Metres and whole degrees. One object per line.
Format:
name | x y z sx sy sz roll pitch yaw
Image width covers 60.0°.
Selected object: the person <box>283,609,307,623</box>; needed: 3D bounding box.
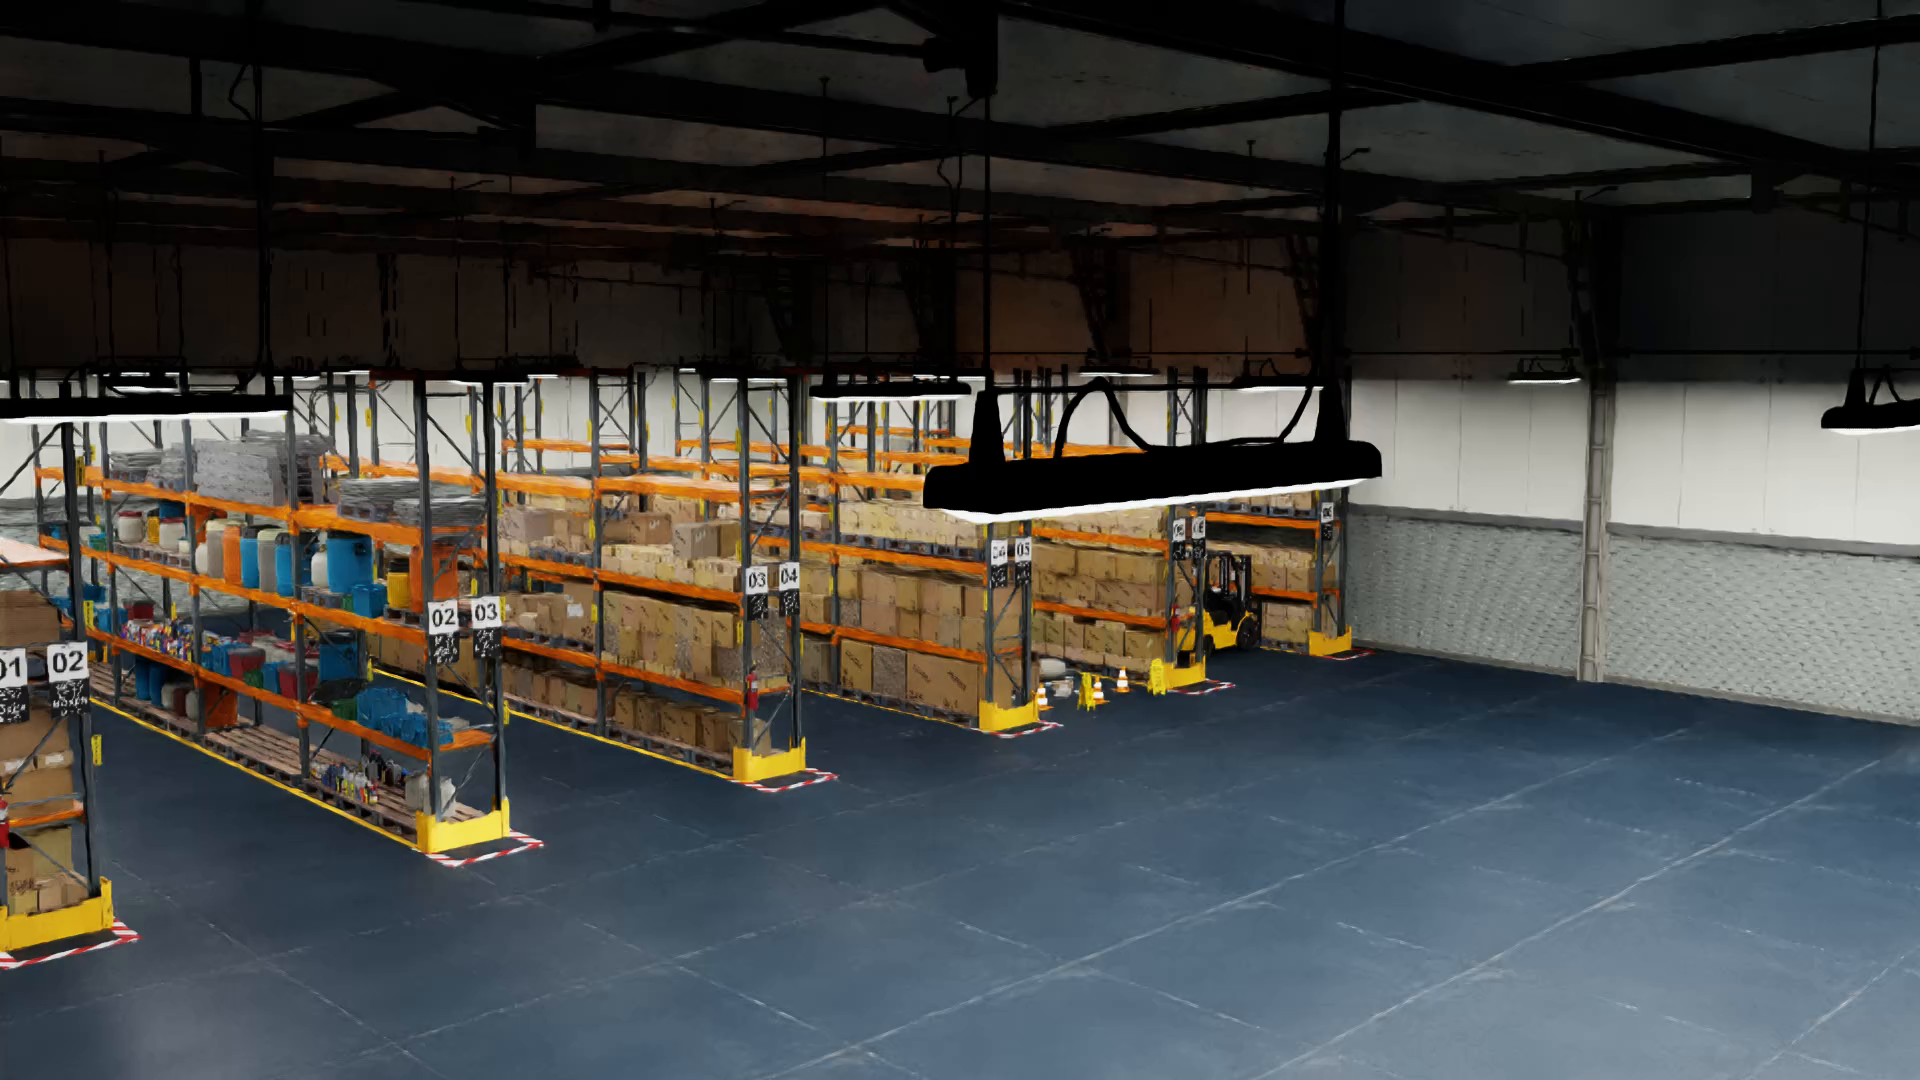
person | -15.646 1.051 39.049 0.647 1.781 0.553 2 7 17
